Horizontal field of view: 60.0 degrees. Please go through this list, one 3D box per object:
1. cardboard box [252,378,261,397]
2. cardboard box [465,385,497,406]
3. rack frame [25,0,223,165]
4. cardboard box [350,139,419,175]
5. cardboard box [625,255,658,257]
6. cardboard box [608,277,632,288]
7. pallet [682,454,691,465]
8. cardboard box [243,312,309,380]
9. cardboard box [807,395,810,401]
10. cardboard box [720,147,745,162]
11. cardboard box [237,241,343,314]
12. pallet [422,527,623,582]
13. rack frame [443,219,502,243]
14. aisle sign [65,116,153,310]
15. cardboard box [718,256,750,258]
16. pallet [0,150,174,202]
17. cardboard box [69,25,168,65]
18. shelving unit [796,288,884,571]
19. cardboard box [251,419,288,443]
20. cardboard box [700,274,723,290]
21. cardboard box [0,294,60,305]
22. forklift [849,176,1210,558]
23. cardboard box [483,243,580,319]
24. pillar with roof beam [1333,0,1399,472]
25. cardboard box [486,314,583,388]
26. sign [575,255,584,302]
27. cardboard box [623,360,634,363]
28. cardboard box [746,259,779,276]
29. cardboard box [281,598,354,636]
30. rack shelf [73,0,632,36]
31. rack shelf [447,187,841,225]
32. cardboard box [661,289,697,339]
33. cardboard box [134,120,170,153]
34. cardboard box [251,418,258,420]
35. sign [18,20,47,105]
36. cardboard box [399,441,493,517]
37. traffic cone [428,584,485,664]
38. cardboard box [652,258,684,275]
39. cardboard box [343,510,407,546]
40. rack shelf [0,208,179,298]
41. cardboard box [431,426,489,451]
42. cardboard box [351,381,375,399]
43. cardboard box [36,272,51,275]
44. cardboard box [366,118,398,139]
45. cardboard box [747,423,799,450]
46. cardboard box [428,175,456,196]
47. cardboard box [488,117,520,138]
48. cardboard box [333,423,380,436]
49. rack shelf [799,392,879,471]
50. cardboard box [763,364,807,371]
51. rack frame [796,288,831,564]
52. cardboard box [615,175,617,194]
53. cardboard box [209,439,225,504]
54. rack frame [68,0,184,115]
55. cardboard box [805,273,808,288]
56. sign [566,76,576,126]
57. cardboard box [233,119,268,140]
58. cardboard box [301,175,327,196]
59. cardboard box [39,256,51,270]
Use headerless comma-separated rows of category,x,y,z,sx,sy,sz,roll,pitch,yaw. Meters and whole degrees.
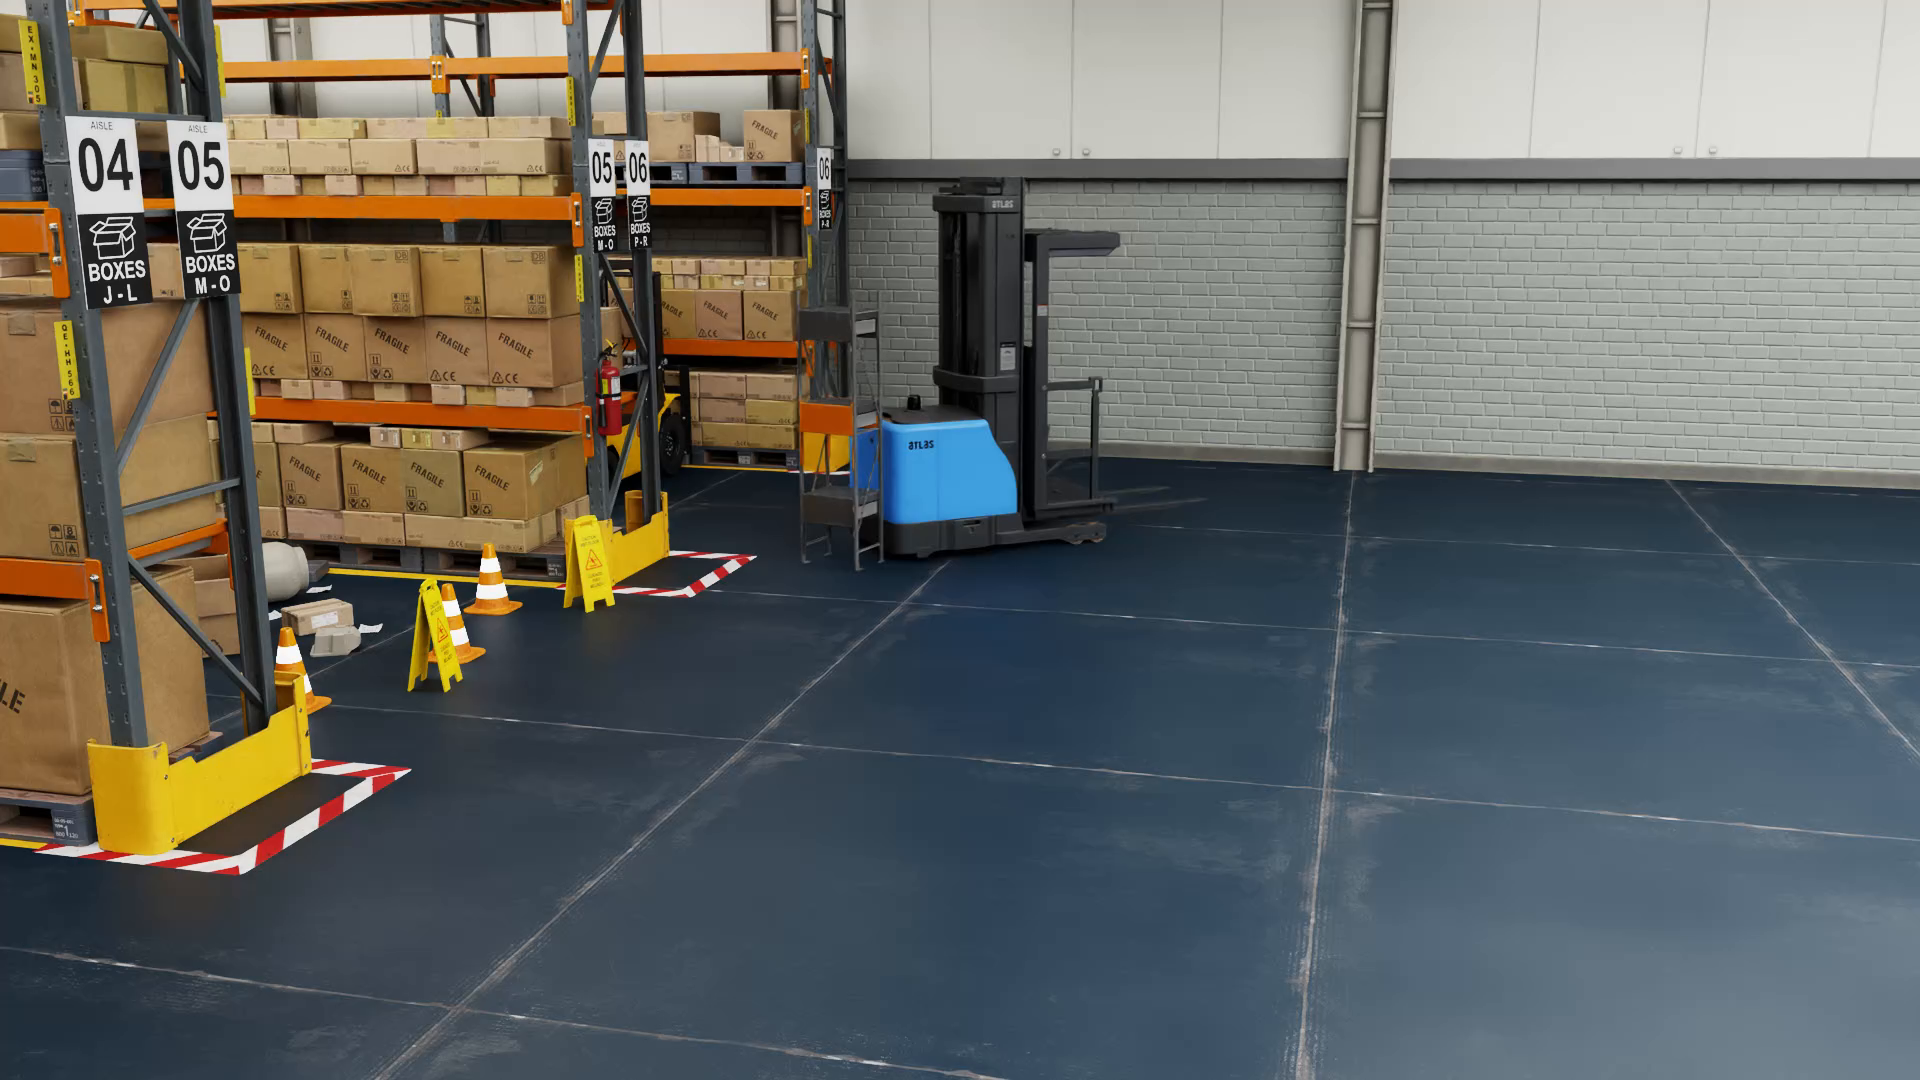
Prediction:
cardboard box,-5.424,-1.207,12.828,0.250,0.149,0.380,3,13,15
cardboard box,-3.455,-1.095,12.323,0.250,0.149,0.380,3,13,13
rack frame,-3.612,-3.118,7.012,0.127,3.000,1.000,3,13,14
cardboard box,-4.078,-2.794,12.136,0.500,0.250,0.500,3,13,15
cardboard box,-3.366,-2.952,17.697,0.250,0.149,0.380,3,13,15
cardboard box,-3.479,-2.696,17.232,0.250,0.149,0.380,3,13,12
pallet,-3.272,-1.013,17.811,1.213,0.211,1.003,3,13,14
cardboard box,-5.070,-1.506,12.677,0.500,0.500,0.500,3,13,13
cardboard box,-1.745,-1.454,17.587,0.500,0.250,0.500,3,13,15
cardboard box,-2.216,-3.854,16.634,0.250,0.149,0.380,3,13,12
cardboard box,-5.061,-1.994,12.569,0.500,0.500,0.700,3,13,12
pallet,-3.378,0.072,12.920,1.213,0.211,1.003,3,13,14
rack frame,-5.222,-2.487,18.018,0.127,3.000,1.000,3,13,14
aisle sign,-3.615,-1.392,7.079,0.004,0.787,0.394,3,13,14
cardboard box,-2.356,-2.900,17.464,0.250,0.149,0.380,3,13,14
pallet,-4.335,-1.647,7.510,1.213,0.211,1.003,3,13,14
cardboard box,-3.860,-2.258,7.601,0.250,0.149,0.380,3,13,14
shelving unit,-0.913,-0.851,12.720,0.503,2.100,0.431,7,14,28
cardboard box,-5.293,-0.856,12.815,0.250,0.149,0.380,4,13,16
cardboard box,-2.473,-2.653,17.036,0.250,0.149,0.380,3,13,13
cardboard box,-4.519,-0.826,7.693,0.550,0.550,0.875,3,13,14
forklift,0.639,-1.486,13.665,3.031,2.935,1.130,-6,14,-25
cardboard box,-3.072,-1.898,12.138,0.500,0.500,0.700,3,13,12
pillar with roof beam,2.995,-4.217,11.966,0.400,9.000,9.100,3,13,14
cardboard box,-3.117,-1.400,12.199,0.500,0.500,0.500,3,13,13
sign,-2.676,-1.839,11.696,0.005,0.325,0.100,3,13,14
cardboard box,-3.714,-1.801,17.995,0.500,0.250,0.500,3,13,14
cardboard box,-1.984,-2.771,16.881,0.250,0.149,0.380,3,13,14
cardboard box,-4.280,0.513,11.077,0.250,0.149,0.380,12,17,43
rack shelf,-4.466,-3.915,12.273,4.000,0.370,1.077,3,13,14
rack shelf,-3.280,-3.496,17.303,4.000,0.370,1.077,3,13,14
cardboard box,-2.878,-2.354,17.187,0.500,0.500,0.500,3,13,12
cardboard box,-3.868,-1.870,7.691,0.250,0.149,0.380,3,13,14
cardboard box,-7.867,-1.673,18.861,0.625,0.625,0.875,3,13,15
sign,-3.755,-1.934,6.738,0.005,0.325,0.100,3,13,14
cardboard box,-3.872,-0.477,12.607,0.500,0.500,0.500,4,13,16
traffic cone,-3.186,0.503,10.398,0.334,0.463,0.336,3,13,14
cardboard box,-3.000,-2.810,17.057,0.250,0.149,0.380,3,13,15
cardboard box,-4.384,-0.138,12.809,0.500,0.250,0.500,3,13,12
rack shelf,-5.554,-1.406,7.882,4.000,0.370,1.077,3,13,14
cardboard box,-3.737,-0.772,12.440,0.250,0.149,0.380,3,13,15
cardboard box,-4.418,-1.171,12.665,0.250,0.149,0.380,3,13,14
cardboard box,-7.280,-1.953,13.722,0.500,0.500,0.500,3,13,14
cardboard box,-4.134,-3.010,12.189,0.250,0.149,0.380,3,13,12
cardboard box,-1.870,-1.100,17.145,0.500,0.250,0.500,3,13,14
cardboard box,-3.667,-2.591,12.141,0.250,0.149,0.380,3,13,14
cardboard box,-3.164,-2.943,11.889,0.250,0.149,0.380,3,13,15
cardboard box,-4.779,-0.645,13.364,0.500,0.500,0.500,4,13,17
rack shelf,-0.913,-0.837,12.723,0.480,0.518,0.431,7,14,28
cardboard box,-1.760,-1.695,17.518,0.500,0.250,0.500,3,13,13
rack frame,-1.128,-0.876,12.833,0.015,2.100,0.400,7,14,28
cardboard box,-2.768,-2.663,12.464,0.250,0.149,0.380,3,13,14
cardboard box,-5.899,-0.584,13.090,0.500,0.500,0.500,4,13,16
rack frame,-6.408,-4.372,12.663,0.127,3.000,1.000,3,13,14
cardboard box,-1.606,-2.717,17.326,0.250,0.149,0.380,3,13,12
sign,-2.676,-3.016,11.435,0.005,0.325,0.100,3,13,14
cardboard box,-5.165,-3.045,12.345,0.250,0.149,0.380,3,13,12
cardboard box,-4.664,-2.637,12.347,0.250,0.149,0.380,3,13,14
cardboard box,-10.734,-2.996,19.103,0.637,0.503,0.797,3,13,12
